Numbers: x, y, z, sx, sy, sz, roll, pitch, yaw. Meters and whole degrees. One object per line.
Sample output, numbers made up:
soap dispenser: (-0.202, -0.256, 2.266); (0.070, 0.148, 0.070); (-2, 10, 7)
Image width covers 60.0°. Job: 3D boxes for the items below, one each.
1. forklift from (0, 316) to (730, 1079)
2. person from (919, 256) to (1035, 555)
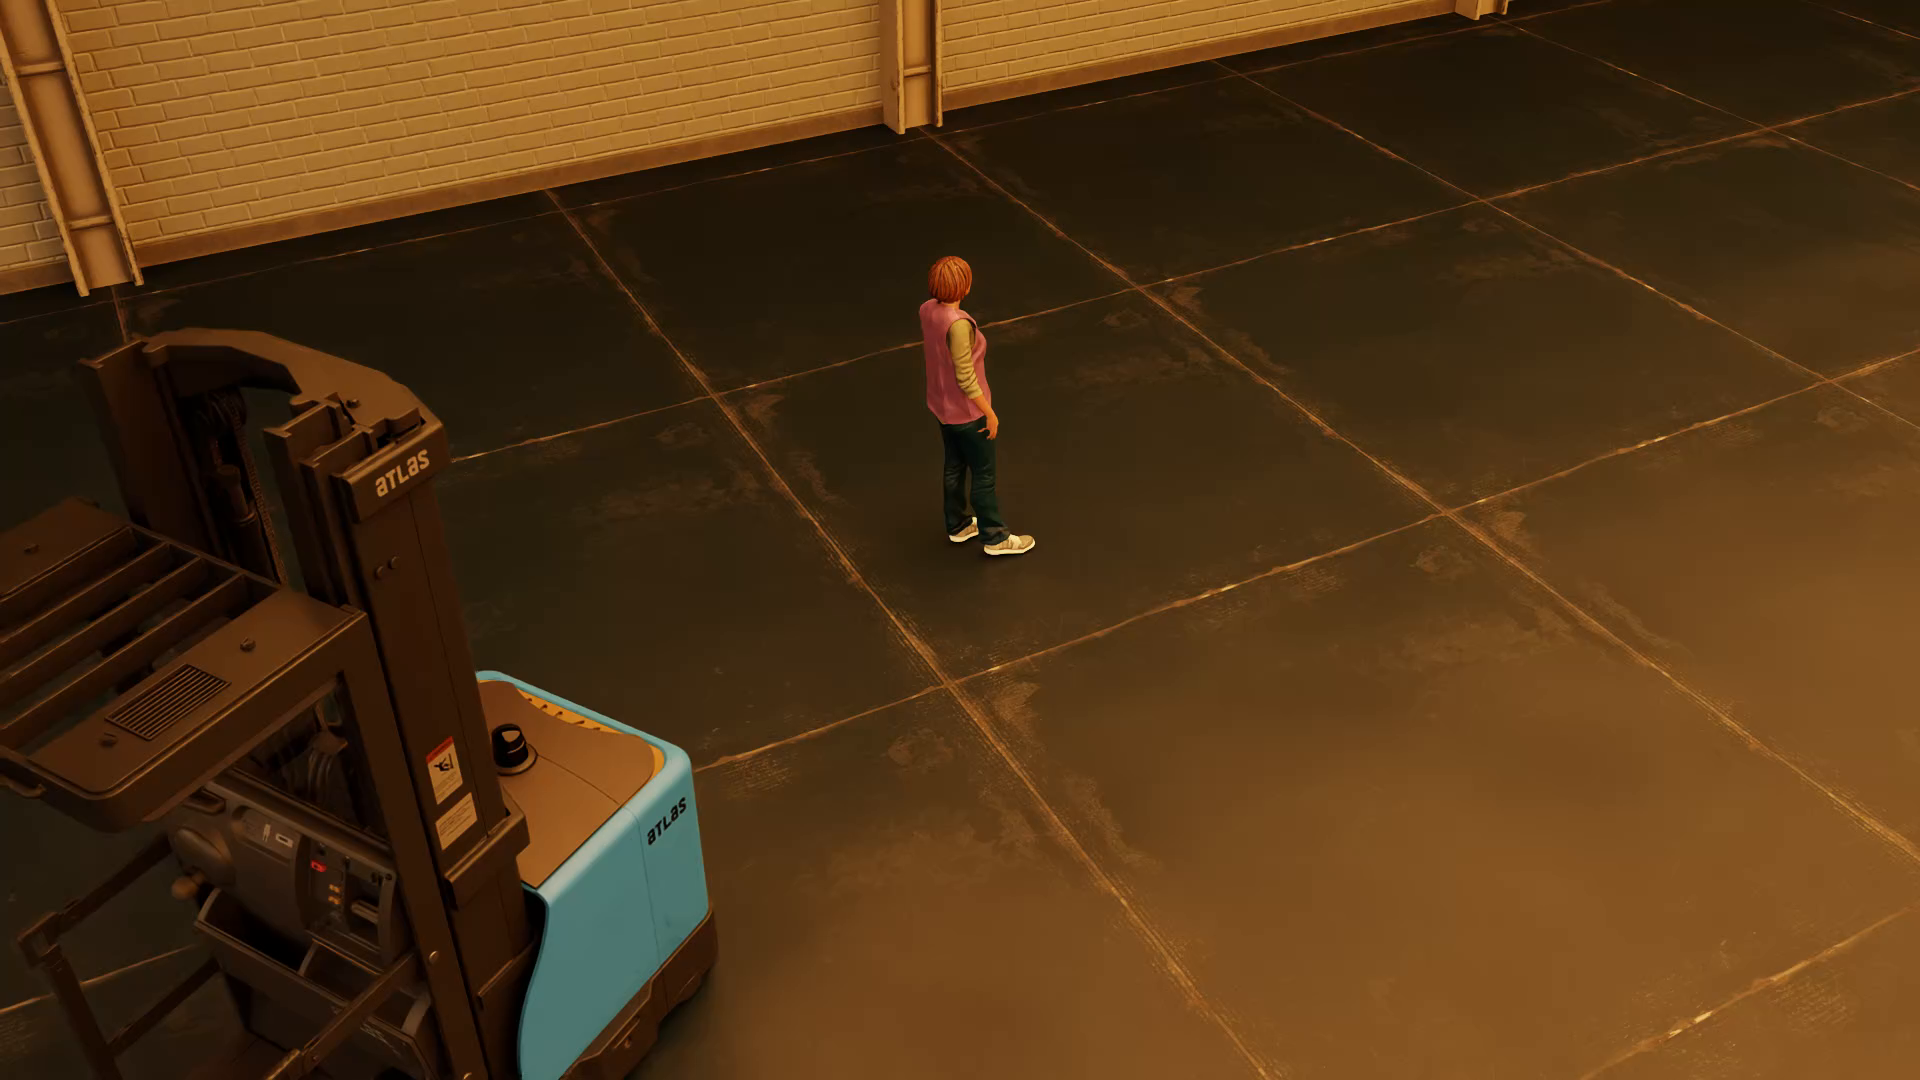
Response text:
forklift: (-2.046, 0.979, 4.738); (1.130, 2.935, 3.031); (18, 39, 24)
person: (0.072, -0.671, 8.215); (0.475, 1.597, 0.520); (-17, 39, -23)
